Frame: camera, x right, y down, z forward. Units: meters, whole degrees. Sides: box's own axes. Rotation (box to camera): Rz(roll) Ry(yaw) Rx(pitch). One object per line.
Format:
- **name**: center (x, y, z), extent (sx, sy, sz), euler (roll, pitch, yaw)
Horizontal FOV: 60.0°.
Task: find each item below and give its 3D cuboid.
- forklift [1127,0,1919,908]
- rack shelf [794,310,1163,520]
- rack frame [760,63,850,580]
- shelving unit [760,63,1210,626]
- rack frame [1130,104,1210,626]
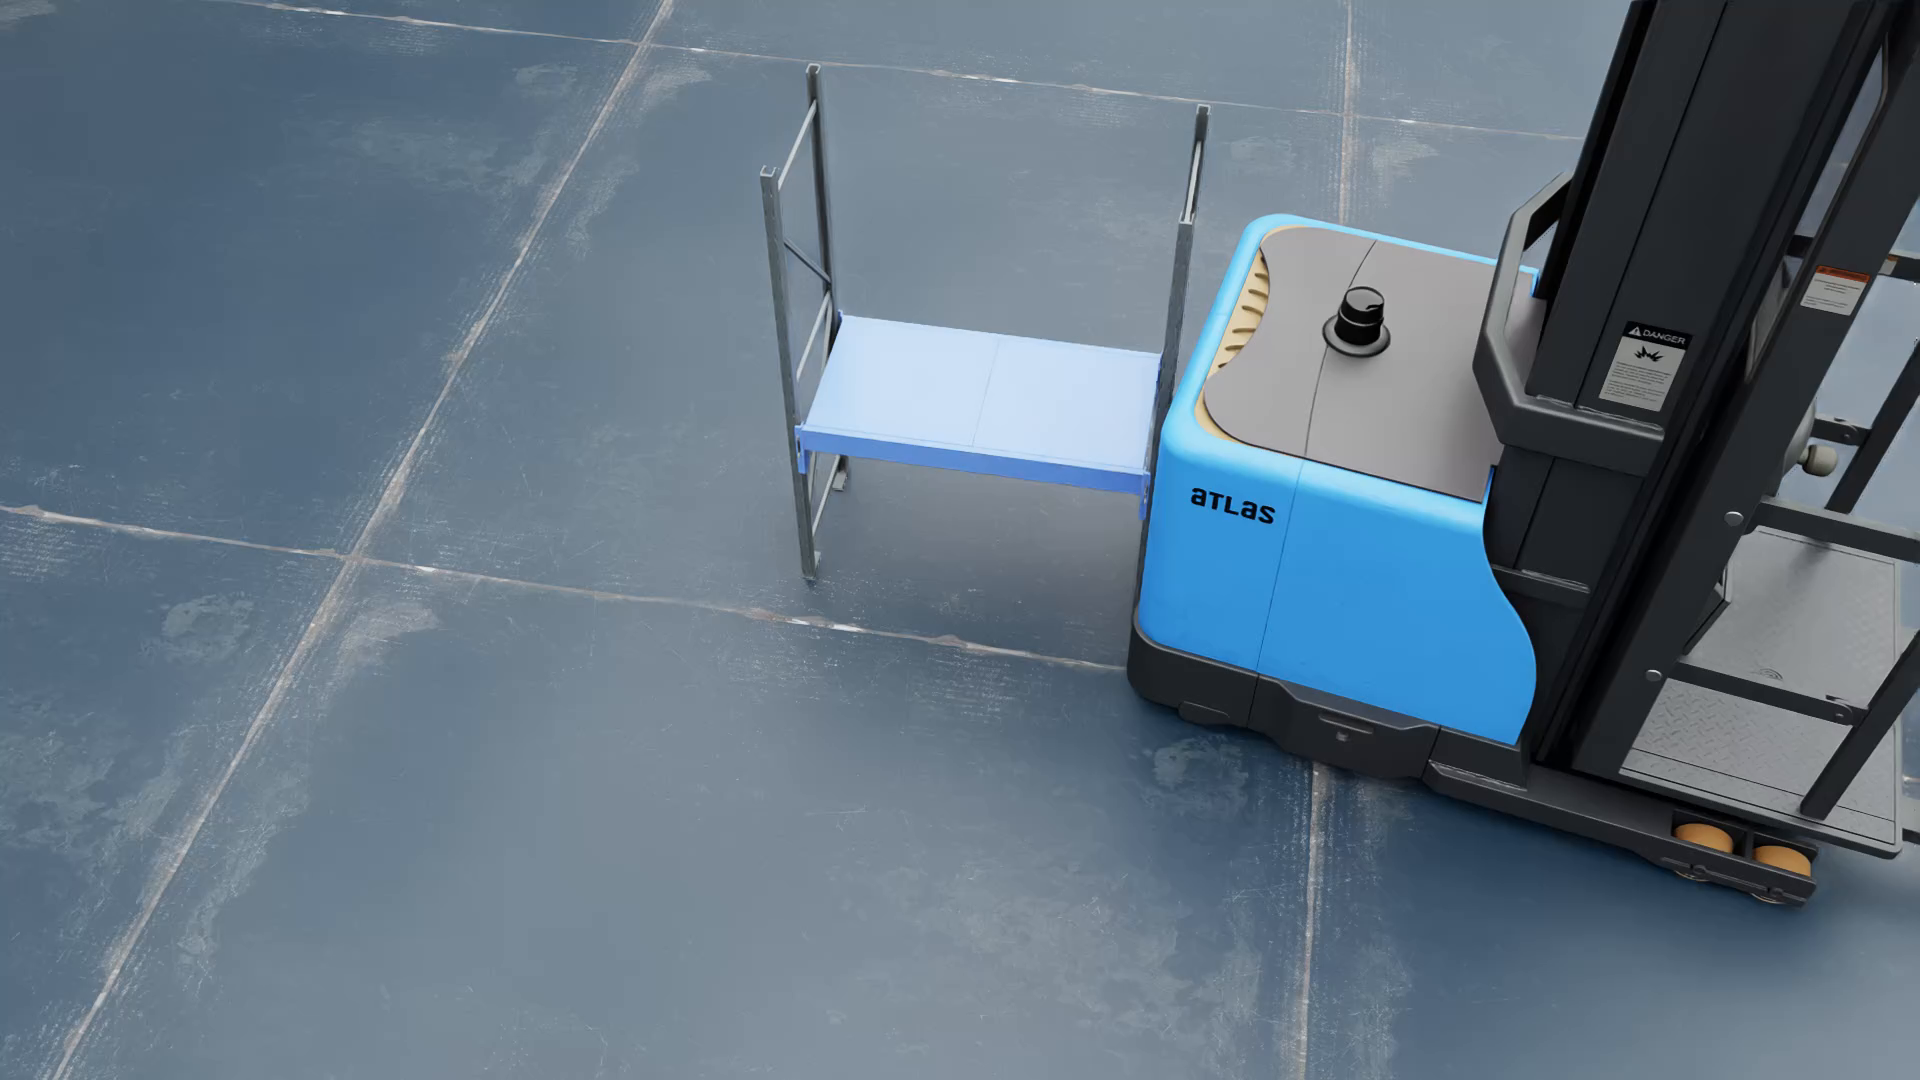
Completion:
- **forklift**: center (2.054, -0.471, 3.703), extent (3.031, 2.935, 1.130), euler (16, 50, 14)
- **rack shelf**: center (0.075, -0.373, 4.818), extent (1.000, 0.185, 0.538), euler (8, 49, 7)
- **rack frame**: center (-0.424, -0.563, 4.747), extent (0.032, 1.500, 0.500), euler (8, 49, 7)
- **shelving unit**: center (0.075, -0.493, 4.685), extent (1.048, 1.500, 0.538), euler (8, 49, 7)
- **rack frame**: center (0.575, -0.423, 4.622), extent (0.032, 1.500, 0.500), euler (8, 49, 7)
